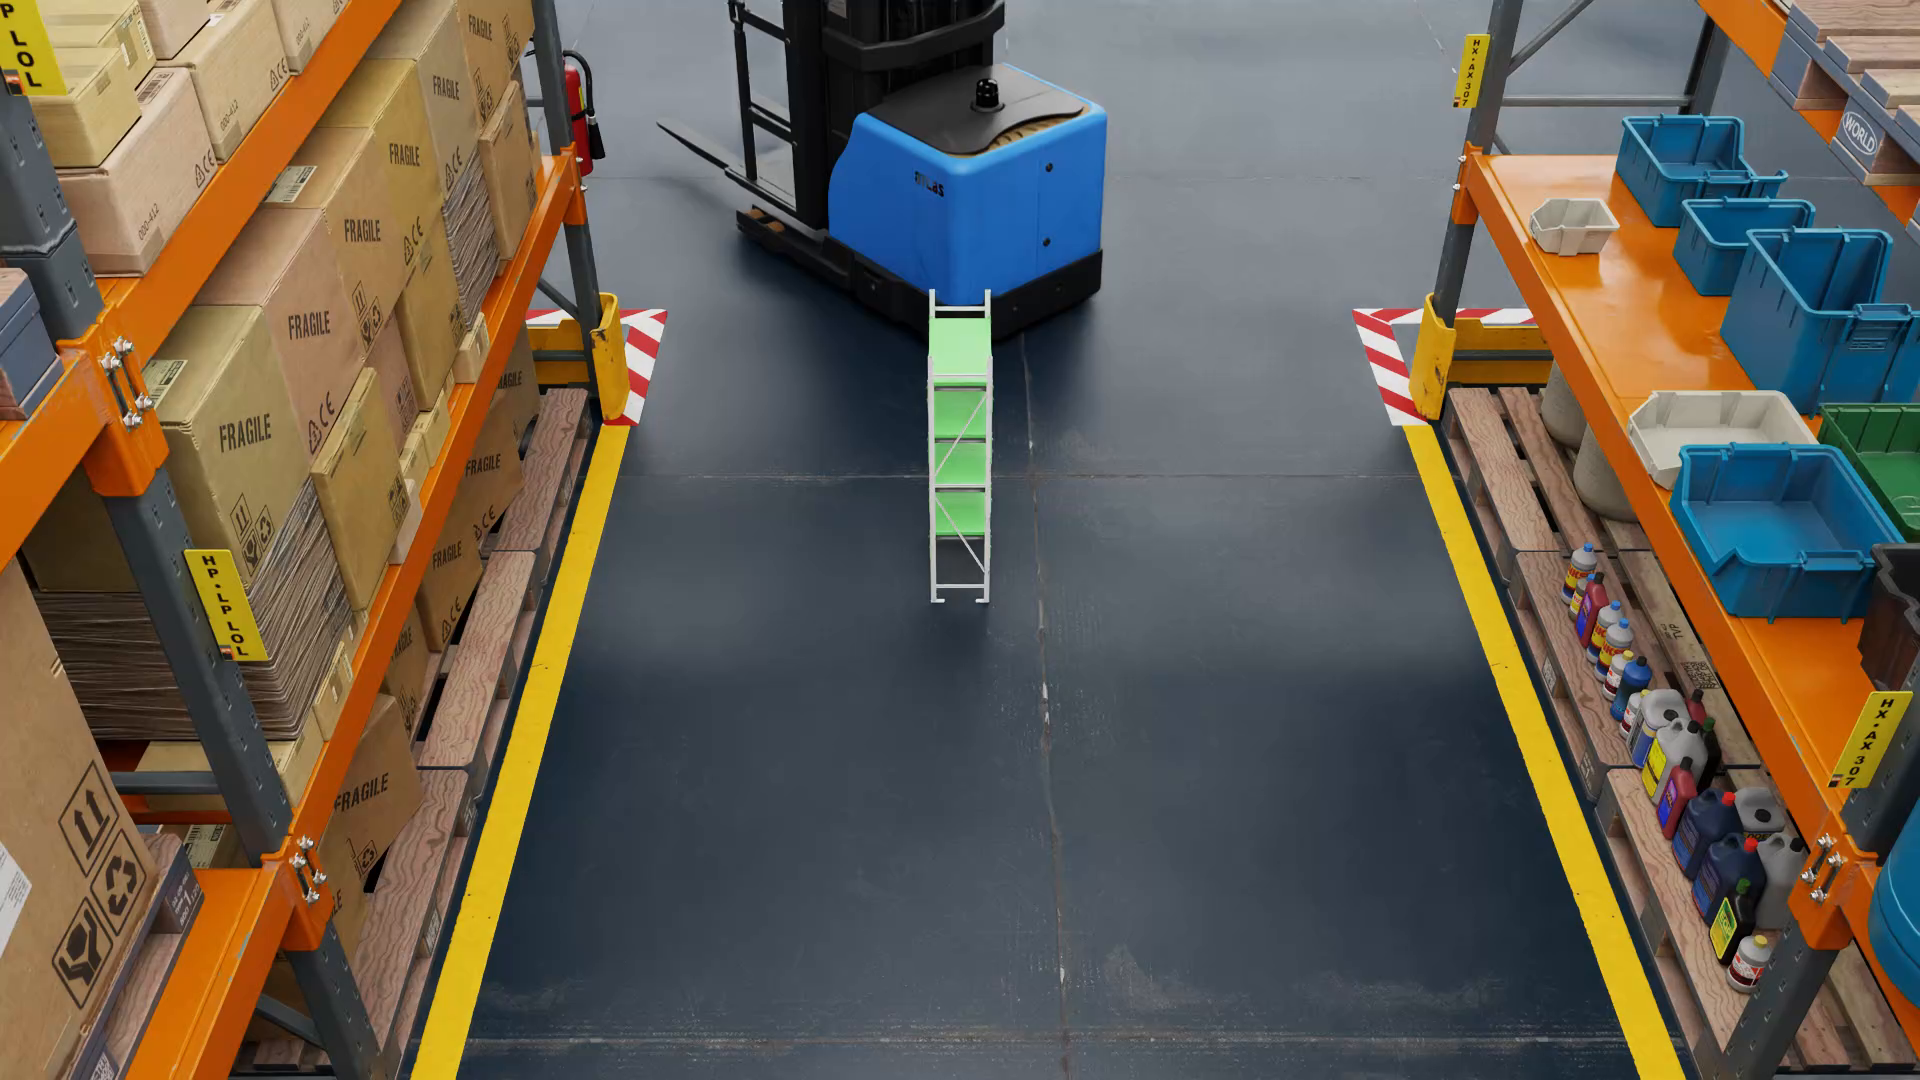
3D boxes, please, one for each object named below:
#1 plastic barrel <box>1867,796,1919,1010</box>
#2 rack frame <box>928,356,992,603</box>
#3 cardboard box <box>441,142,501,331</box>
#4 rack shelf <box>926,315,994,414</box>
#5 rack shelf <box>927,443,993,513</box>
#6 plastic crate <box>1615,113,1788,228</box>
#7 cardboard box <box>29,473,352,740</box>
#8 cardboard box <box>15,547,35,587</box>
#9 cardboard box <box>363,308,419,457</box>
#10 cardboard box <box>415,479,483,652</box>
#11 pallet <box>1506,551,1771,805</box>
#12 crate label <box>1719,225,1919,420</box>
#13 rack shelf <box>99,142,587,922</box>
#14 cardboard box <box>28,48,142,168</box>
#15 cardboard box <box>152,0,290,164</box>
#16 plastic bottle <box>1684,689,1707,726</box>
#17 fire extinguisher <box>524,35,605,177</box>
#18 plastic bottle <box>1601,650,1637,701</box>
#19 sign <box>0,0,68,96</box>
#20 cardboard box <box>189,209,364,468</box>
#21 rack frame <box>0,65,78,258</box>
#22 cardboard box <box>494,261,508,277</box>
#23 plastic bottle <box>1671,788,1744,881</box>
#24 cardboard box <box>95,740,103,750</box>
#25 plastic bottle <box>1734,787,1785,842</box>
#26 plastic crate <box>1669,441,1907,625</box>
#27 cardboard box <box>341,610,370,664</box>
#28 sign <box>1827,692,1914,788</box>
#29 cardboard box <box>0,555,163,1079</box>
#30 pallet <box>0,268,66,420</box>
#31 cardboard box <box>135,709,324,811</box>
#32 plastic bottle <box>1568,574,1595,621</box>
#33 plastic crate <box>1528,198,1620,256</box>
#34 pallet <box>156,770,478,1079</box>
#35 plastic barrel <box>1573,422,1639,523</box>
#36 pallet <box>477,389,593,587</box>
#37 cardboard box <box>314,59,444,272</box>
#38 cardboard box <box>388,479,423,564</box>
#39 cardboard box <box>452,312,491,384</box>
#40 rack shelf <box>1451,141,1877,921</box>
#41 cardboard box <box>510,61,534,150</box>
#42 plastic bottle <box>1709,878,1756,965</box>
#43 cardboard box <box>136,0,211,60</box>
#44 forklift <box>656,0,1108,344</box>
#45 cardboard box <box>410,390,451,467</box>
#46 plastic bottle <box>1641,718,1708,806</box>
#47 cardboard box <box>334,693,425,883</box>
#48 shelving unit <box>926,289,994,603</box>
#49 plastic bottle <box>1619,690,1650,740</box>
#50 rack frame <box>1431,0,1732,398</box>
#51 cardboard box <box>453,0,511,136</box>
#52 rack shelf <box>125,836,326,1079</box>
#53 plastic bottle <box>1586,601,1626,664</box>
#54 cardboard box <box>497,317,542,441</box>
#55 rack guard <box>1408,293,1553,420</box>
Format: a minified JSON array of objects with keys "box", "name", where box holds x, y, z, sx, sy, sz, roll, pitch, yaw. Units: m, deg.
[{"box":[2.448,0.647,3.643,0.600,0.901,0.708,0,39,0],"name":"plastic barrel"},{"box":[0.000,-0.212,6.555,0.240,1.200,0.015,0,39,0],"name":"rack frame"},{"box":[-2.156,-1.083,5.885,0.875,0.500,0.500,0,39,0],"name":"cardboard box"},{"box":[0.000,-0.689,6.485,0.258,0.148,0.480,0,39,0],"name":"rack shelf"},{"box":[0.000,-0.315,6.786,0.258,0.148,0.480,0,39,0],"name":"rack shelf"},{"box":[3.045,-1.530,6.879,0.499,0.251,0.616,0,39,0],"name":"plastic crate"},{"box":[-2.142,0.168,4.324,0.875,0.500,0.500,0,39,0],"name":"cardboard box"},{"box":[-2.479,-0.222,4.011,0.500,0.500,0.500,0,39,0],"name":"cardboard box"},{"box":[-2.208,-0.458,5.105,0.875,0.500,0.500,0,39,0],"name":"cardboard box"},{"box":[-2.207,0.070,6.427,0.500,0.500,0.500,3,39,4],"name":"cardboard box"},{"box":[2.787,0.504,6.452,1.003,0.211,1.213,0,39,0],"name":"pallet"},{"box":[3.018,-0.764,5.776,0.502,0.435,0.616,0,39,0],"name":"crate label"},{"box":[-2.205,-0.366,5.883,1.077,0.370,4.000,0,39,0],"name":"rack shelf"},{"box":[-1.895,-0.867,3.335,0.380,0.149,0.250,-1,39,-1],"name":"cardboard box"},{"box":[-1.953,-1.120,3.971,0.500,0.250,0.500,0,39,0],"name":"cardboard box"},{"box":[2.571,0.662,5.845,0.061,0.283,0.133,0,39,0],"name":"plastic bottle"},{"box":[-1.747,-1.939,7.333,0.296,0.674,0.183,0,39,0],"name":"fire extinguisher"},{"box":[2.437,0.492,6.123,0.097,0.201,0.097,0,39,0],"name":"plastic bottle"},{"box":[-1.648,-0.924,2.878,0.100,0.325,0.005,0,39,0],"name":"sign"},{"box":[-1.951,-0.535,4.402,0.500,0.500,0.500,0,39,0],"name":"cardboard box"},{"box":[-2.203,-1.737,2.221,1.000,3.000,0.127,0,39,0],"name":"rack frame"},{"box":[-1.964,-1.152,6.490,0.380,0.149,0.250,0,39,0],"name":"cardboard box"},{"box":[2.461,0.940,5.445,0.144,0.351,0.185,-2,39,-2],"name":"plastic bottle"},{"box":[-2.497,0.568,4.343,0.380,0.149,0.250,0,39,0],"name":"cardboard box"},{"box":[2.609,0.953,5.488,0.152,0.276,0.135,0,39,0],"name":"plastic bottle"},{"box":[2.477,-0.033,5.012,0.499,0.251,0.616,0,39,0],"name":"plastic crate"},{"box":[-1.918,0.255,4.734,0.380,0.149,0.250,0,39,0],"name":"cardboard box"},{"box":[2.200,0.486,4.023,0.100,0.325,0.005,0,39,0],"name":"sign"},{"box":[-2.342,0.703,3.158,1.000,1.000,1.000,0,39,0],"name":"cardboard box"},{"box":[-2.309,-0.107,2.736,1.213,0.211,1.003,0,39,0],"name":"pallet"},{"box":[-1.902,0.568,4.344,0.380,0.149,0.250,0,39,0],"name":"cardboard box"},{"box":[2.436,0.218,6.465,0.097,0.201,0.097,0,39,0],"name":"plastic bottle"},{"box":[2.425,-1.238,6.607,0.298,0.136,0.250,0,39,0],"name":"plastic crate"},{"box":[-2.239,1.272,5.493,1.003,0.211,1.213,0,39,0],"name":"pallet"},{"box":[2.823,-0.369,6.965,0.421,0.512,0.421,0,39,0],"name":"plastic barrel"},{"box":[-2.242,-0.253,7.397,1.003,0.211,1.213,0,39,0],"name":"pallet"},{"box":[-1.963,-1.161,5.182,0.500,0.500,0.500,0,39,0],"name":"cardboard box"},{"box":[-1.887,-0.058,5.124,0.380,0.149,0.250,0,39,0],"name":"cardboard box"},{"box":[-1.894,-0.683,5.905,0.380,0.149,0.250,0,39,0],"name":"cardboard box"},{"box":[2.748,-0.369,5.887,1.077,0.370,4.000,0,39,0],"name":"rack shelf"},{"box":[-2.234,-1.708,6.665,0.875,0.500,0.500,0,39,0],"name":"cardboard box"},{"box":[2.420,1.188,5.189,0.061,0.283,0.133,2,39,2],"name":"plastic bottle"},{"box":[-1.943,-1.204,3.756,0.380,0.149,0.250,0,39,0],"name":"cardboard box"},{"box":[-0.598,-2.930,8.562,1.130,2.935,3.031,-28,47,-31],"name":"forklift"},{"box":[-1.917,-0.370,5.514,0.380,0.149,0.250,0,39,0],"name":"cardboard box"},{"box":[2.460,0.738,5.697,0.144,0.351,0.185,0,39,0],"name":"plastic bottle"},{"box":[-2.172,0.807,5.507,0.500,0.500,0.500,12,40,14],"name":"cardboard box"},{"box":[0.000,-0.365,6.746,0.258,1.200,0.503,0,39,0],"name":"shelving unit"},{"box":[2.437,0.621,5.962,0.097,0.201,0.097,0,39,0],"name":"plastic bottle"},{"box":[2.745,-1.901,7.223,1.000,3.000,0.127,0,39,0],"name":"rack frame"},{"box":[-1.953,-1.786,5.963,0.500,0.500,0.500,0,39,0],"name":"cardboard box"},{"box":[-2.201,2.136,2.762,1.077,0.370,4.000,0,39,0],"name":"rack shelf"},{"box":[2.436,0.341,6.256,0.097,0.271,0.097,0,39,0],"name":"plastic bottle"},{"box":[-2.224,-0.695,7.382,0.500,0.500,0.500,7,39,8],"name":"cardboard box"},{"box":[2.793,-0.878,7.946,1.175,0.500,0.348,0,39,0],"name":"rack guard"}]
